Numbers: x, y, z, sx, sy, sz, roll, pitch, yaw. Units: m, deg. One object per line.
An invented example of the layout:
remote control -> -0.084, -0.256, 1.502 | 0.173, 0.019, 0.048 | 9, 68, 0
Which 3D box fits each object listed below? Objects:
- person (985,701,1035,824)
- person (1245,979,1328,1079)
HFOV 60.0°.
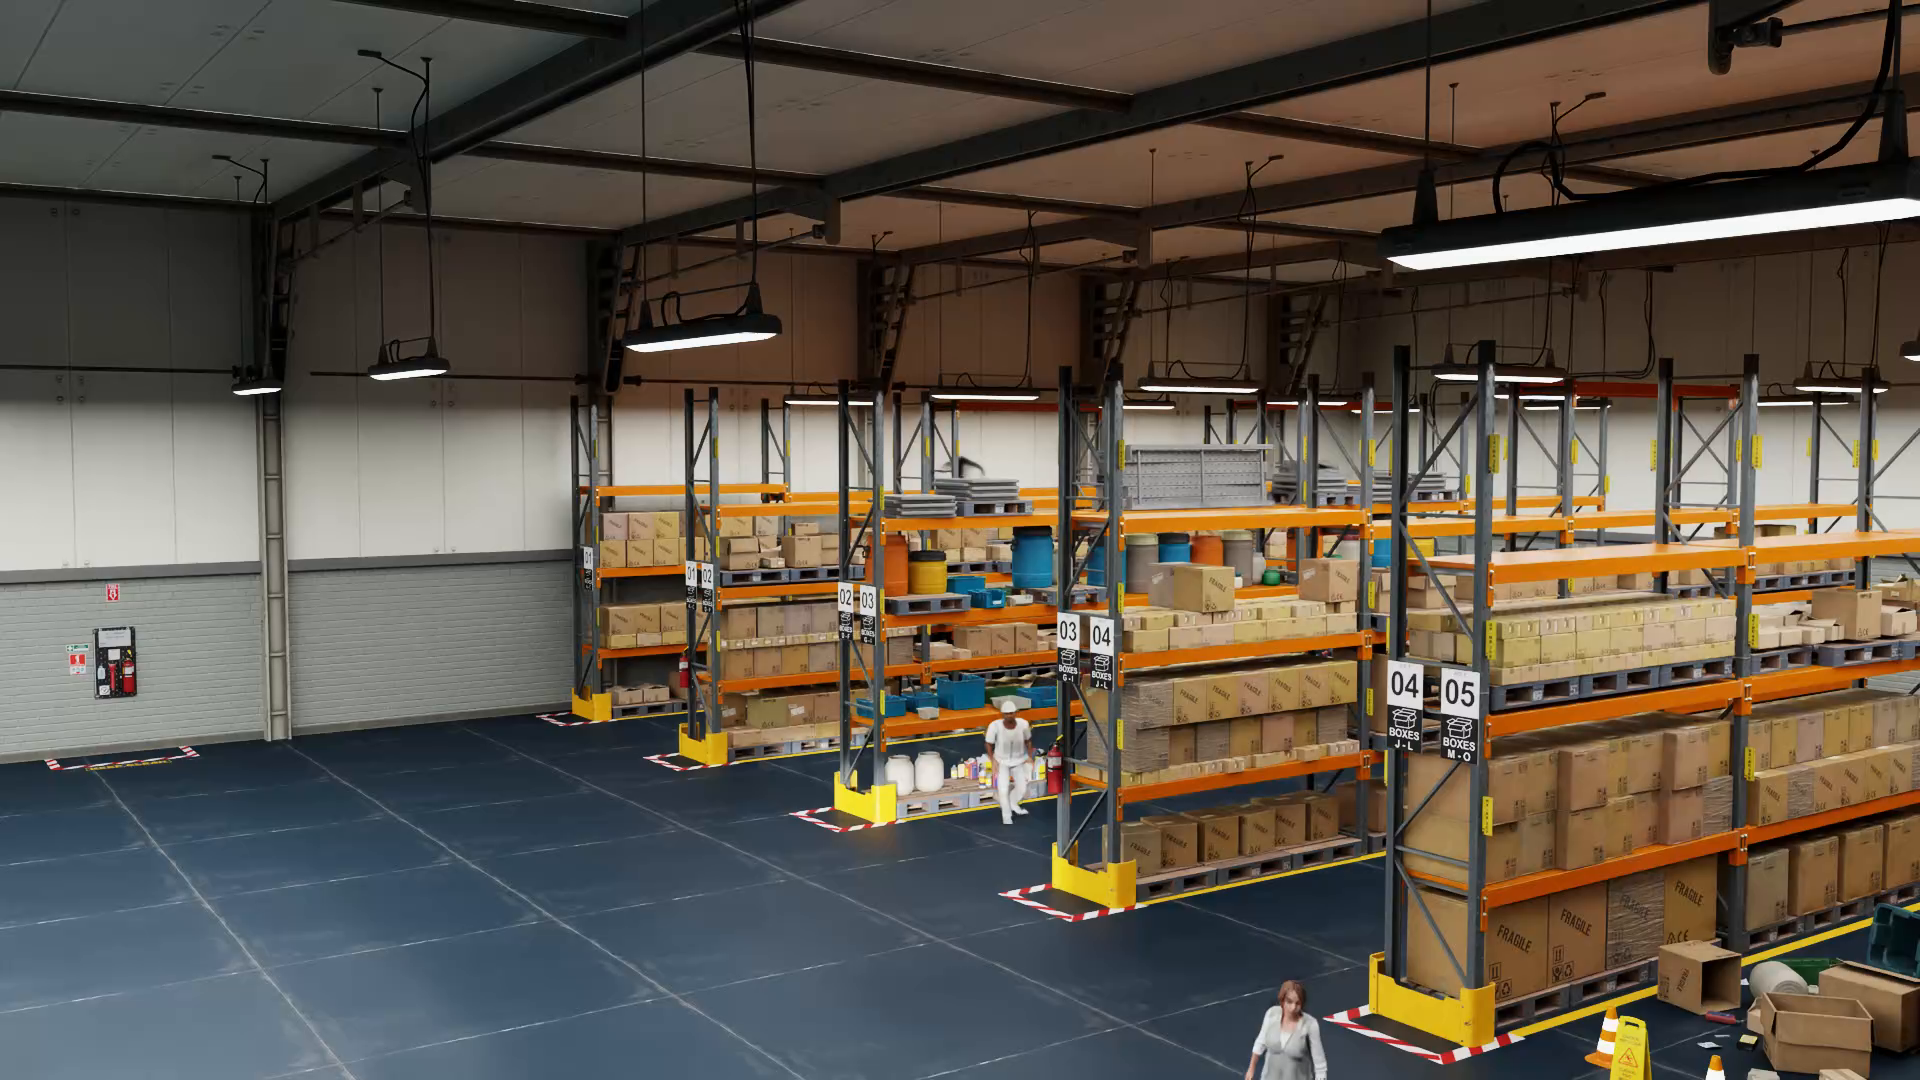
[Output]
person -> 0.652, 2.975, 22.347 | 0.671, 1.702, 0.798 | 0, 3, -8
person -> 2.245, 3.704, 11.378 | 0.593, 1.541, 0.621 | 1, 4, 22
